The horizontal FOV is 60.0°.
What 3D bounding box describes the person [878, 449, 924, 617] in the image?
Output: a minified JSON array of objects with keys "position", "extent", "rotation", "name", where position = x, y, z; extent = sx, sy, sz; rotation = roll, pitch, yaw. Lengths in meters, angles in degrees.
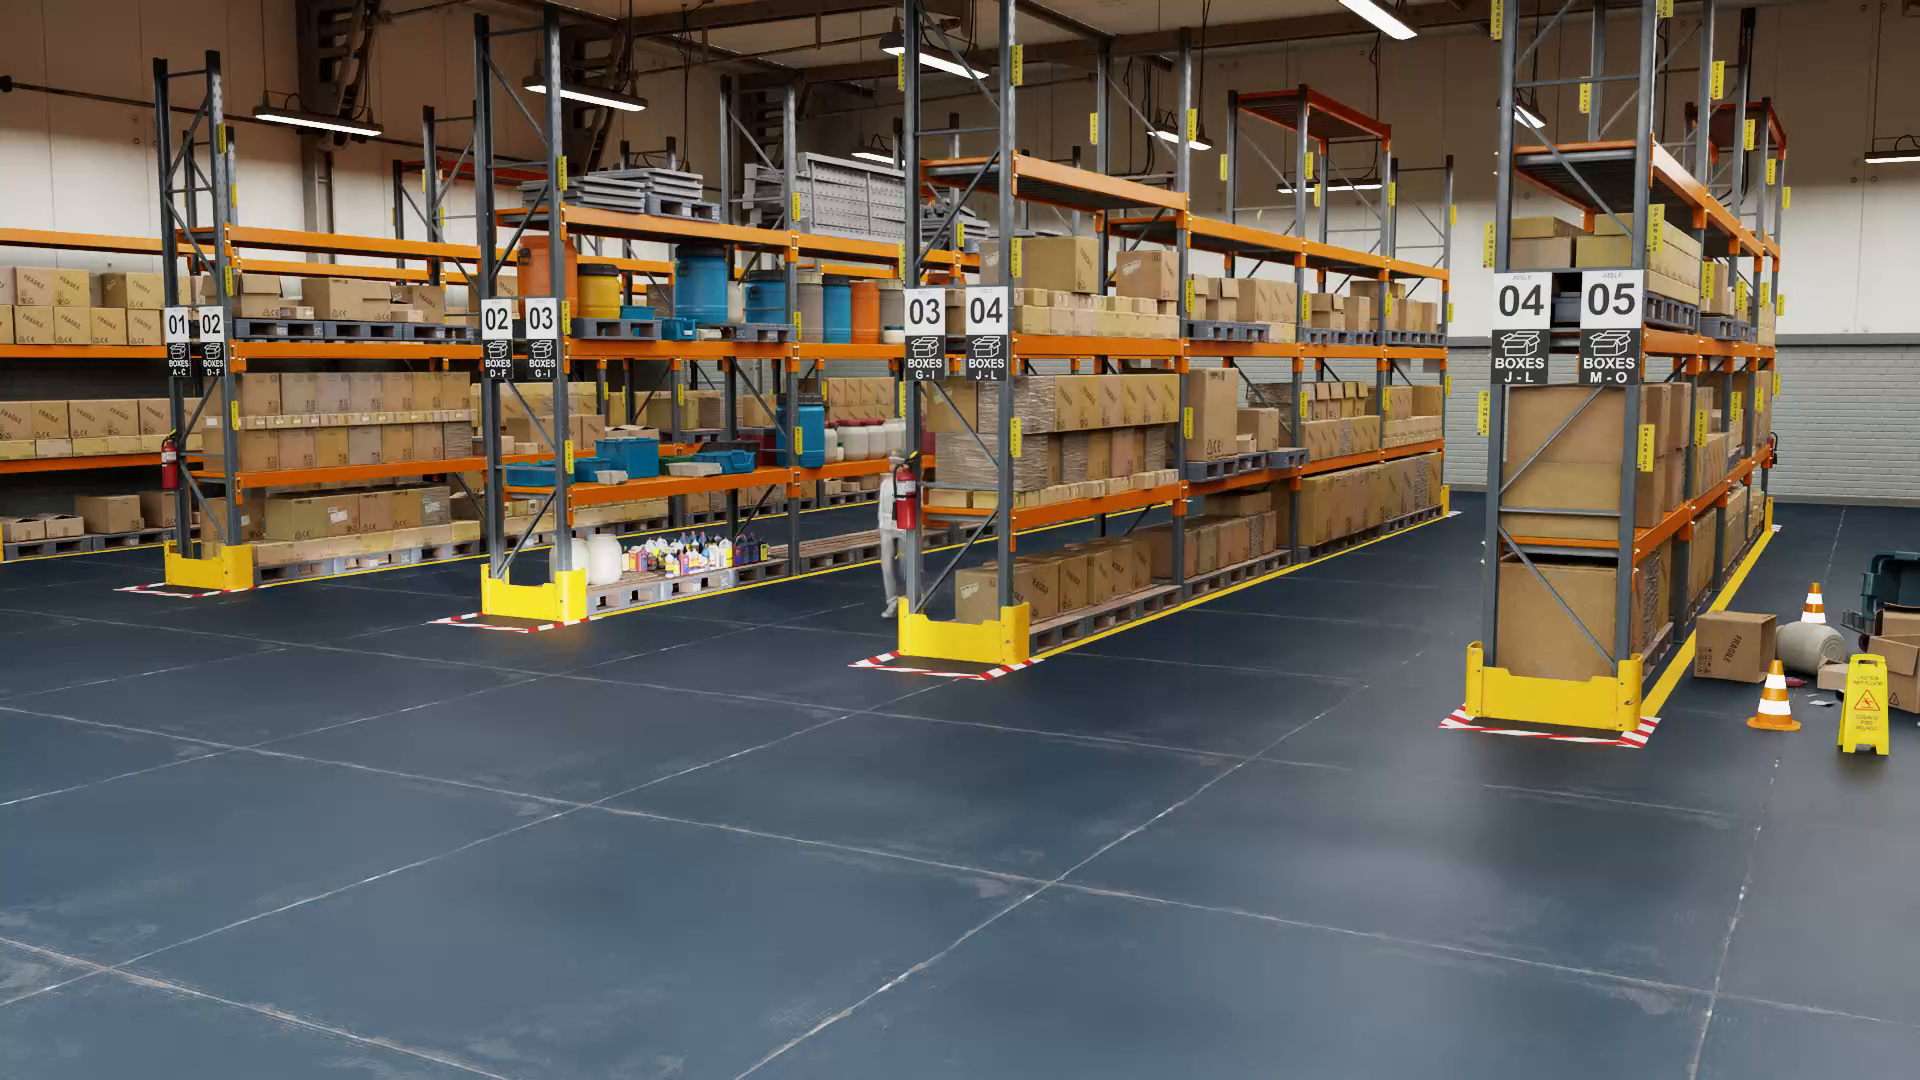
[{"position":[-0.610,-0.079,16.737],"extent":[0.493,1.677,0.566],"rotation":[3,7,23],"name":"person"}]
